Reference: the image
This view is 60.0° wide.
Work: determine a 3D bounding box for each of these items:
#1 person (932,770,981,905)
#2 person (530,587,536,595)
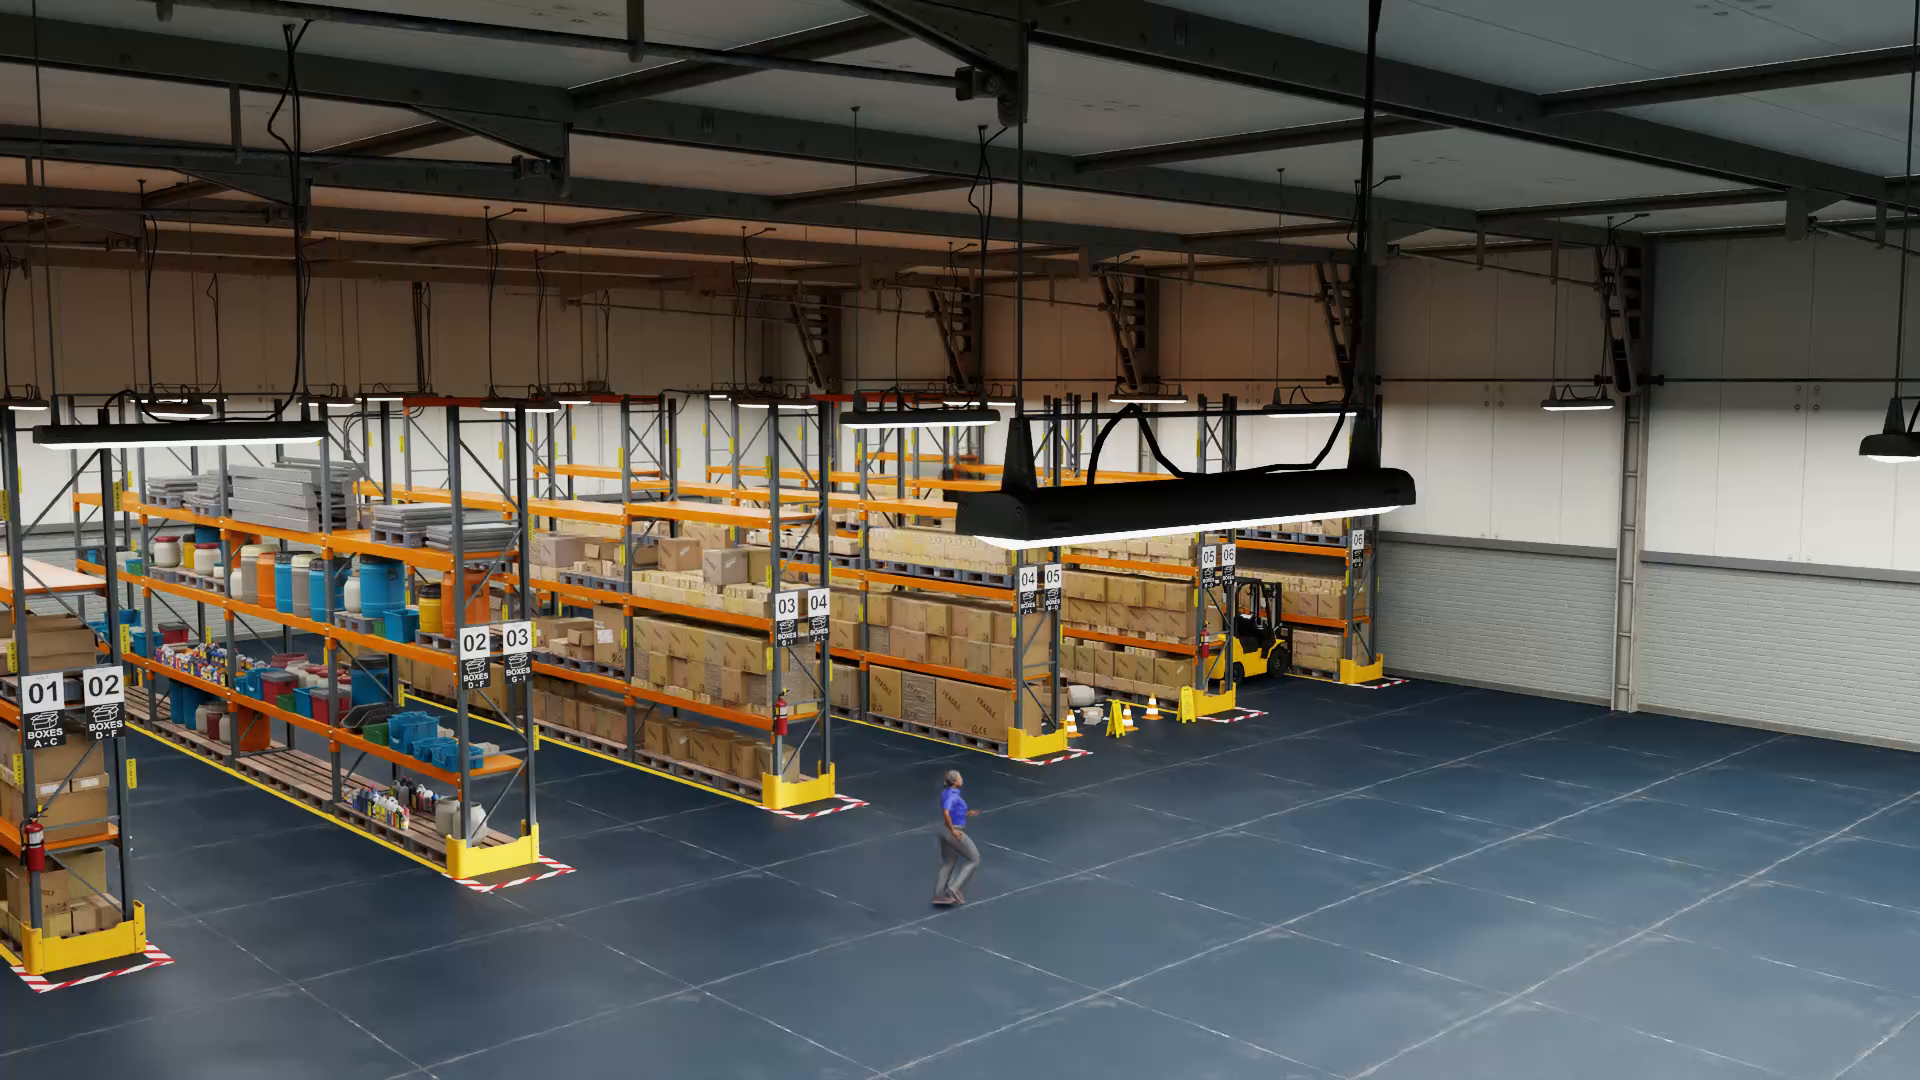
[{"bbox_3d":[-0.036,3.575,20.022,0.622,1.638,0.561,-3,6,-27],"label":"person"},{"bbox_3d":[-10.475,1.571,40.707,0.826,1.761,0.795,-5,7,-40],"label":"person"}]
